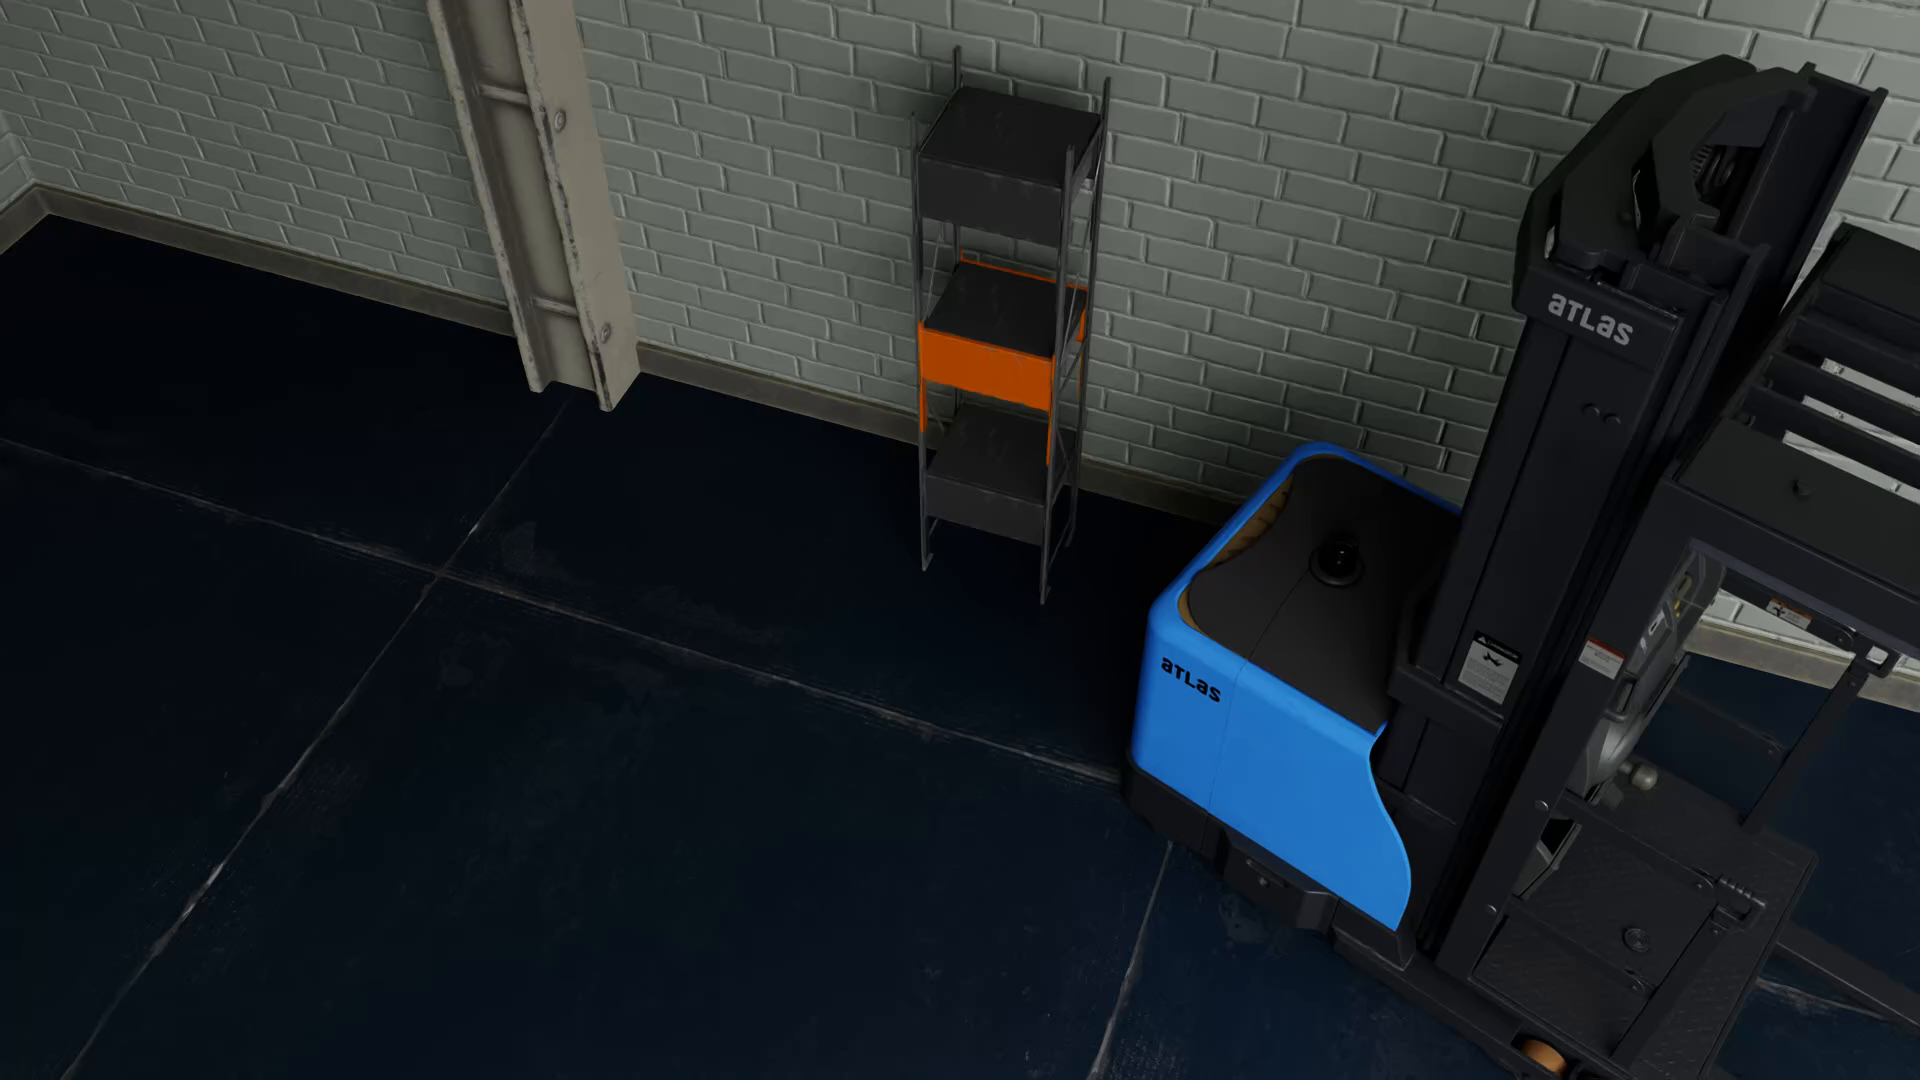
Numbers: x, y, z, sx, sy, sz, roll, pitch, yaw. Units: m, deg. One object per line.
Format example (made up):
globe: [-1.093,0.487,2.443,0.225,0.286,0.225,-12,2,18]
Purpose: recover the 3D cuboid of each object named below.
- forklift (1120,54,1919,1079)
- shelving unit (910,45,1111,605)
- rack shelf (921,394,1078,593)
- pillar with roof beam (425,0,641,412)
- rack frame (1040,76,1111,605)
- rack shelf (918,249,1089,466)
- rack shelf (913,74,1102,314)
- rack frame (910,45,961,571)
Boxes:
forklift: [2.021,0.371,4.356,3.031,2.935,1.130,31,56,24]
shelving unit: [0.155,-0.644,5.786,0.503,2.100,0.431,16,51,13]
rack shelf: [0.155,-0.177,6.325,0.480,0.518,0.431,16,51,13]
pillar with roof beam: [-3.113,-0.601,1.183,0.400,9.000,9.100,16,51,13]
rack frame: [0.384,-0.580,5.730,0.015,2.100,0.400,16,51,13]
rack shelf: [0.155,-0.635,5.796,0.480,0.518,0.431,16,51,13]
rack shelf: [0.155,-1.094,5.267,0.480,0.518,0.431,16,51,13]
rack frame: [-0.074,-0.708,5.841,0.015,2.100,0.400,16,51,13]
